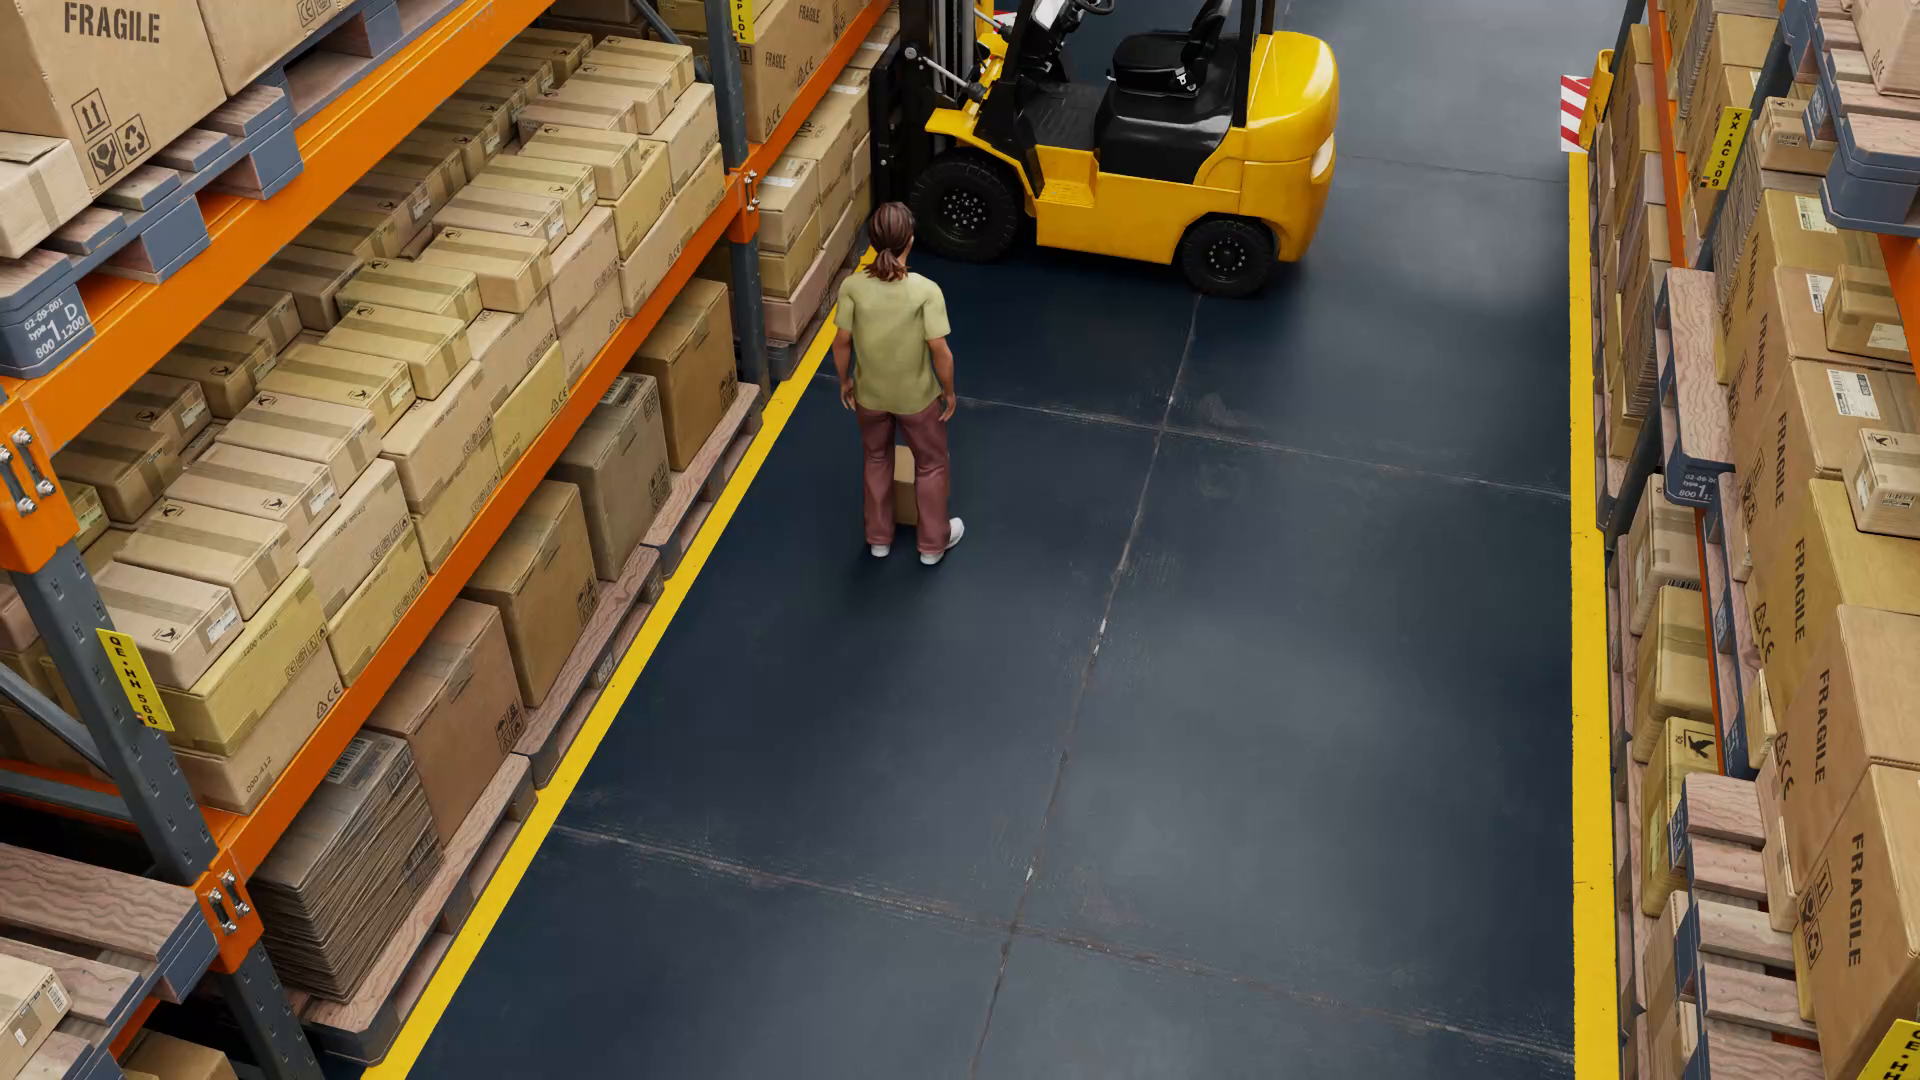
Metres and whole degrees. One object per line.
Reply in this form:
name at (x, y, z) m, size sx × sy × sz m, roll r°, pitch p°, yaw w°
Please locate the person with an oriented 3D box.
person at (-0.254, -0.615, 6.863) m, size 0.502 × 1.671 × 0.364 m, roll 8°, pitch 42°, yaw 9°
